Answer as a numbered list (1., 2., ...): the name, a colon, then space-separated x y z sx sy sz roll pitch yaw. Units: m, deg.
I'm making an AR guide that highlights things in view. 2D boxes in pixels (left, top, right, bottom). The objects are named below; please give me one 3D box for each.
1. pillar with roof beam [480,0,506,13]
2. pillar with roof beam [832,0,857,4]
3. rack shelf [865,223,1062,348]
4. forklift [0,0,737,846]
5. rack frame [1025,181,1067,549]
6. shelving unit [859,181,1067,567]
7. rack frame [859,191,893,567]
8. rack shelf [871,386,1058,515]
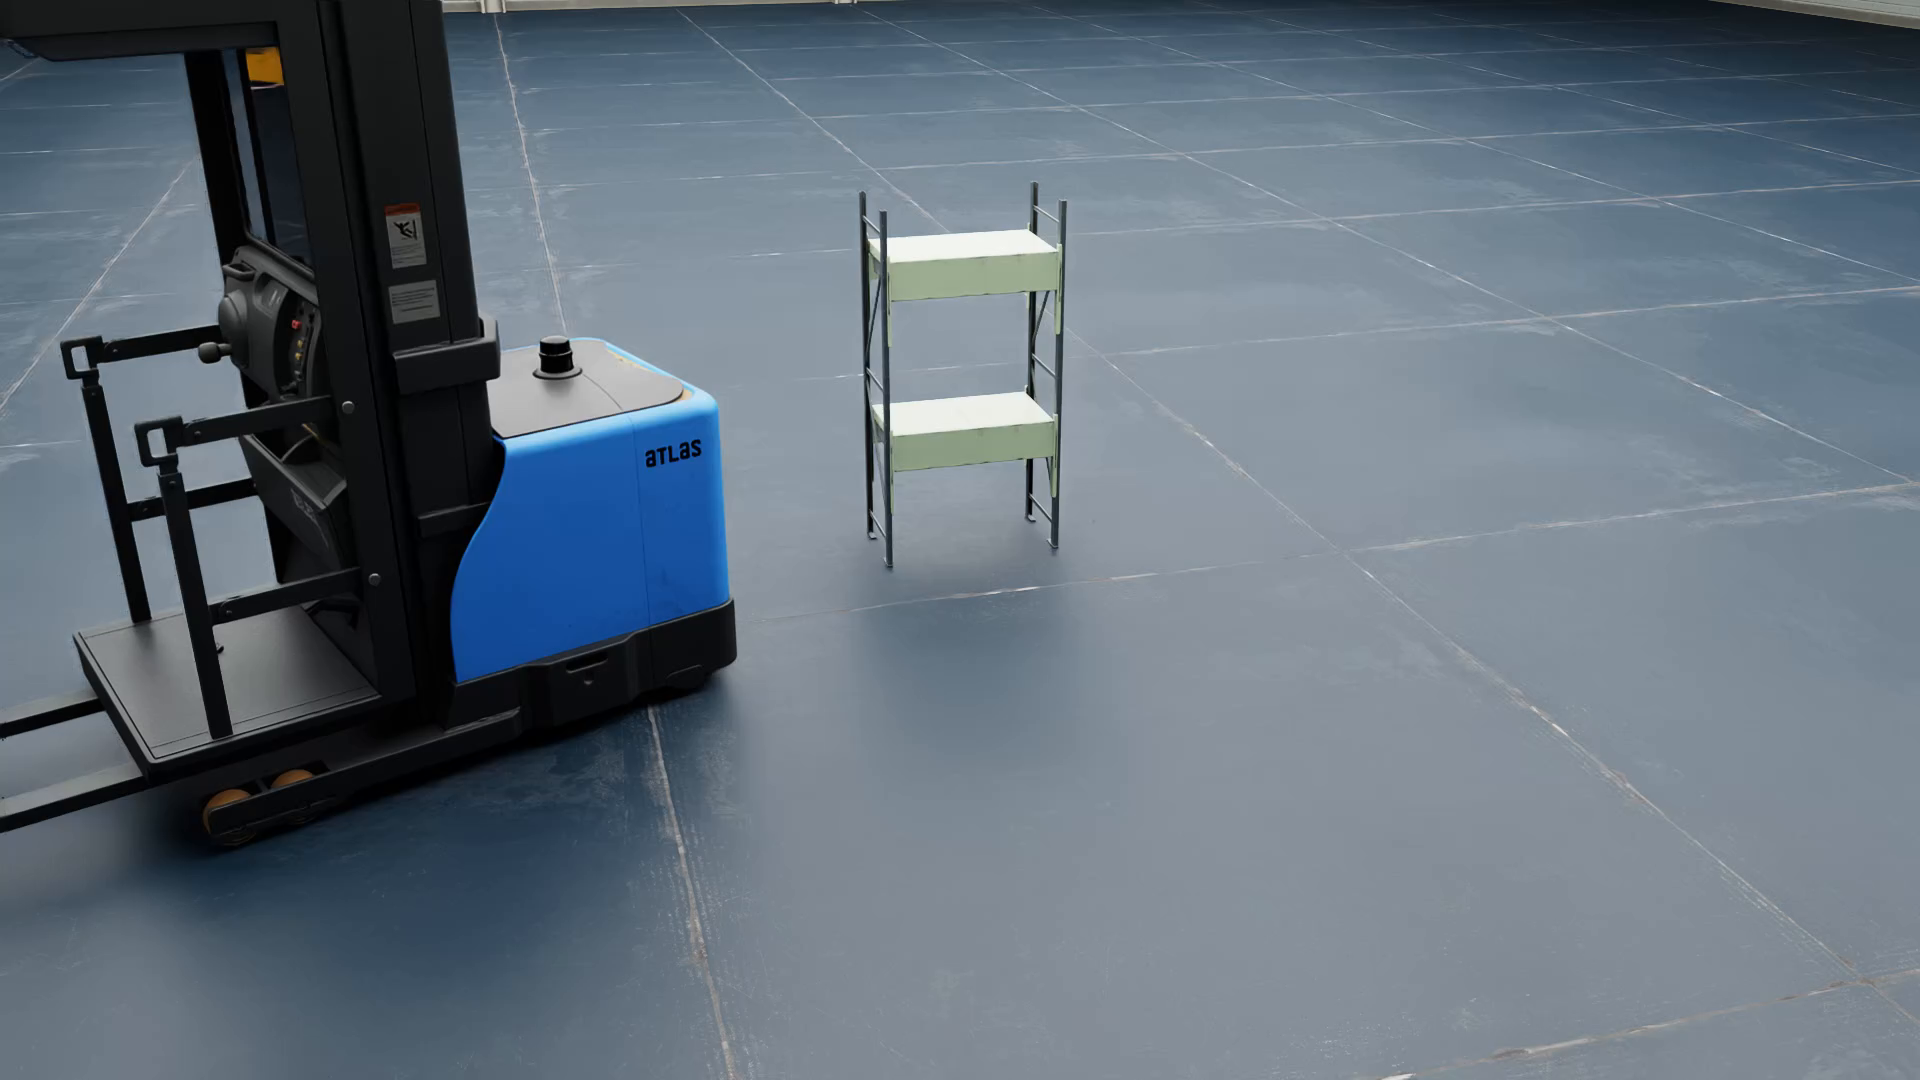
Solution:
1. pillar with roof beam: -6.660 -11.364 22.321 0.400 9.000 9.100 -6 24 -14
2. pillar with roof beam: -0.883 -12.003 23.811 0.400 9.000 9.100 -6 24 -14
3. rack shelf: 0.006 -1.049 6.802 0.720 0.370 0.431 -6 24 -14
4. forklift: -2.296 -0.650 5.048 3.031 2.935 1.130 -17 28 -34
5. rack frame: 0.359 -0.729 7.047 0.023 1.500 0.400 -6 24 -14
6. shelving unit: 0.006 -0.690 6.956 0.755 1.500 0.431 -6 24 -14
7. rack frame: -0.346 -0.651 6.865 0.023 1.500 0.400 -6 24 -14
8. rack shelf: 0.006 -0.390 7.084 0.720 0.370 0.431 -6 24 -14
